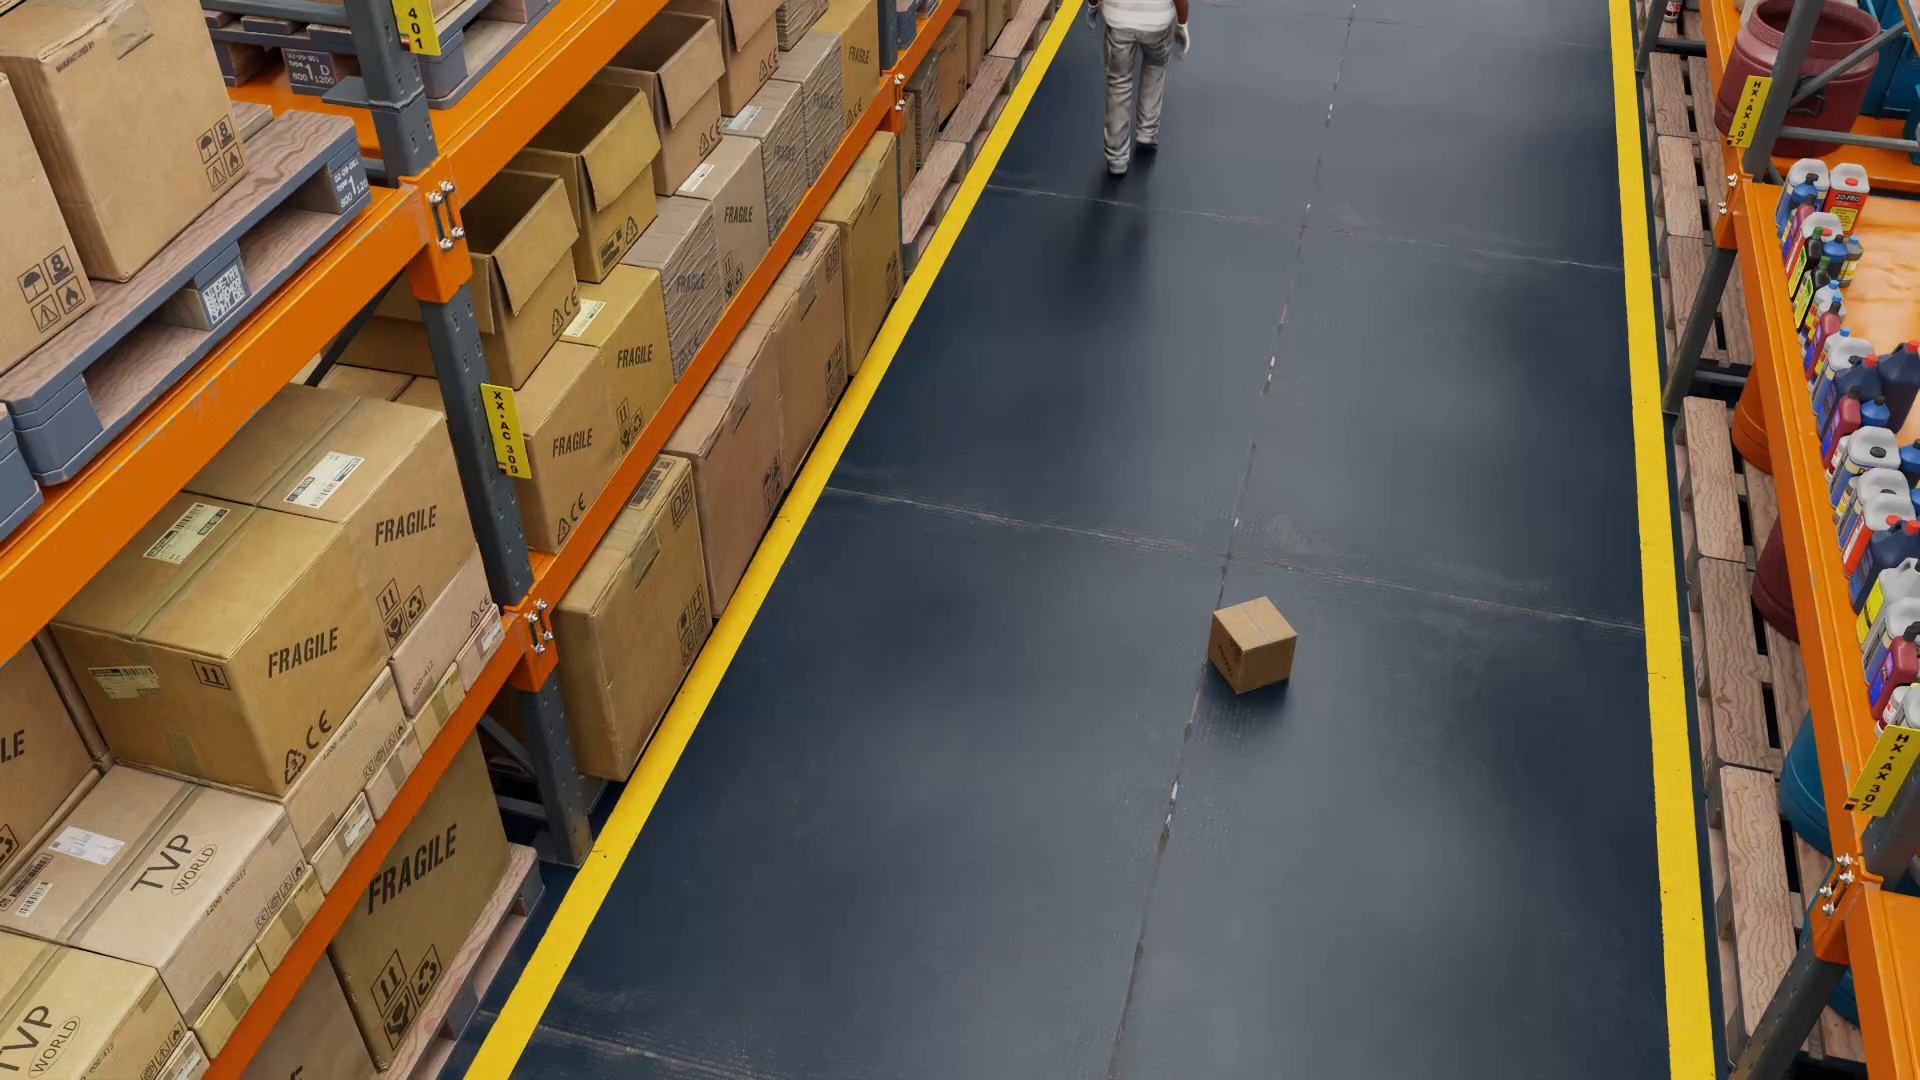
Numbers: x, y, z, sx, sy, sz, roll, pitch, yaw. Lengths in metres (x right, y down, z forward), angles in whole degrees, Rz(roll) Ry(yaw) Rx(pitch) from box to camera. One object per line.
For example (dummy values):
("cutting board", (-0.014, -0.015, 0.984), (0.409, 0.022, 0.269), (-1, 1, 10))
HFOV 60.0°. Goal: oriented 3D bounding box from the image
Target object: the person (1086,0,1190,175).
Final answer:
("person", (1.035, -3.030, 9.695), (0.602, 1.847, 0.626), (3, 41, 3))
